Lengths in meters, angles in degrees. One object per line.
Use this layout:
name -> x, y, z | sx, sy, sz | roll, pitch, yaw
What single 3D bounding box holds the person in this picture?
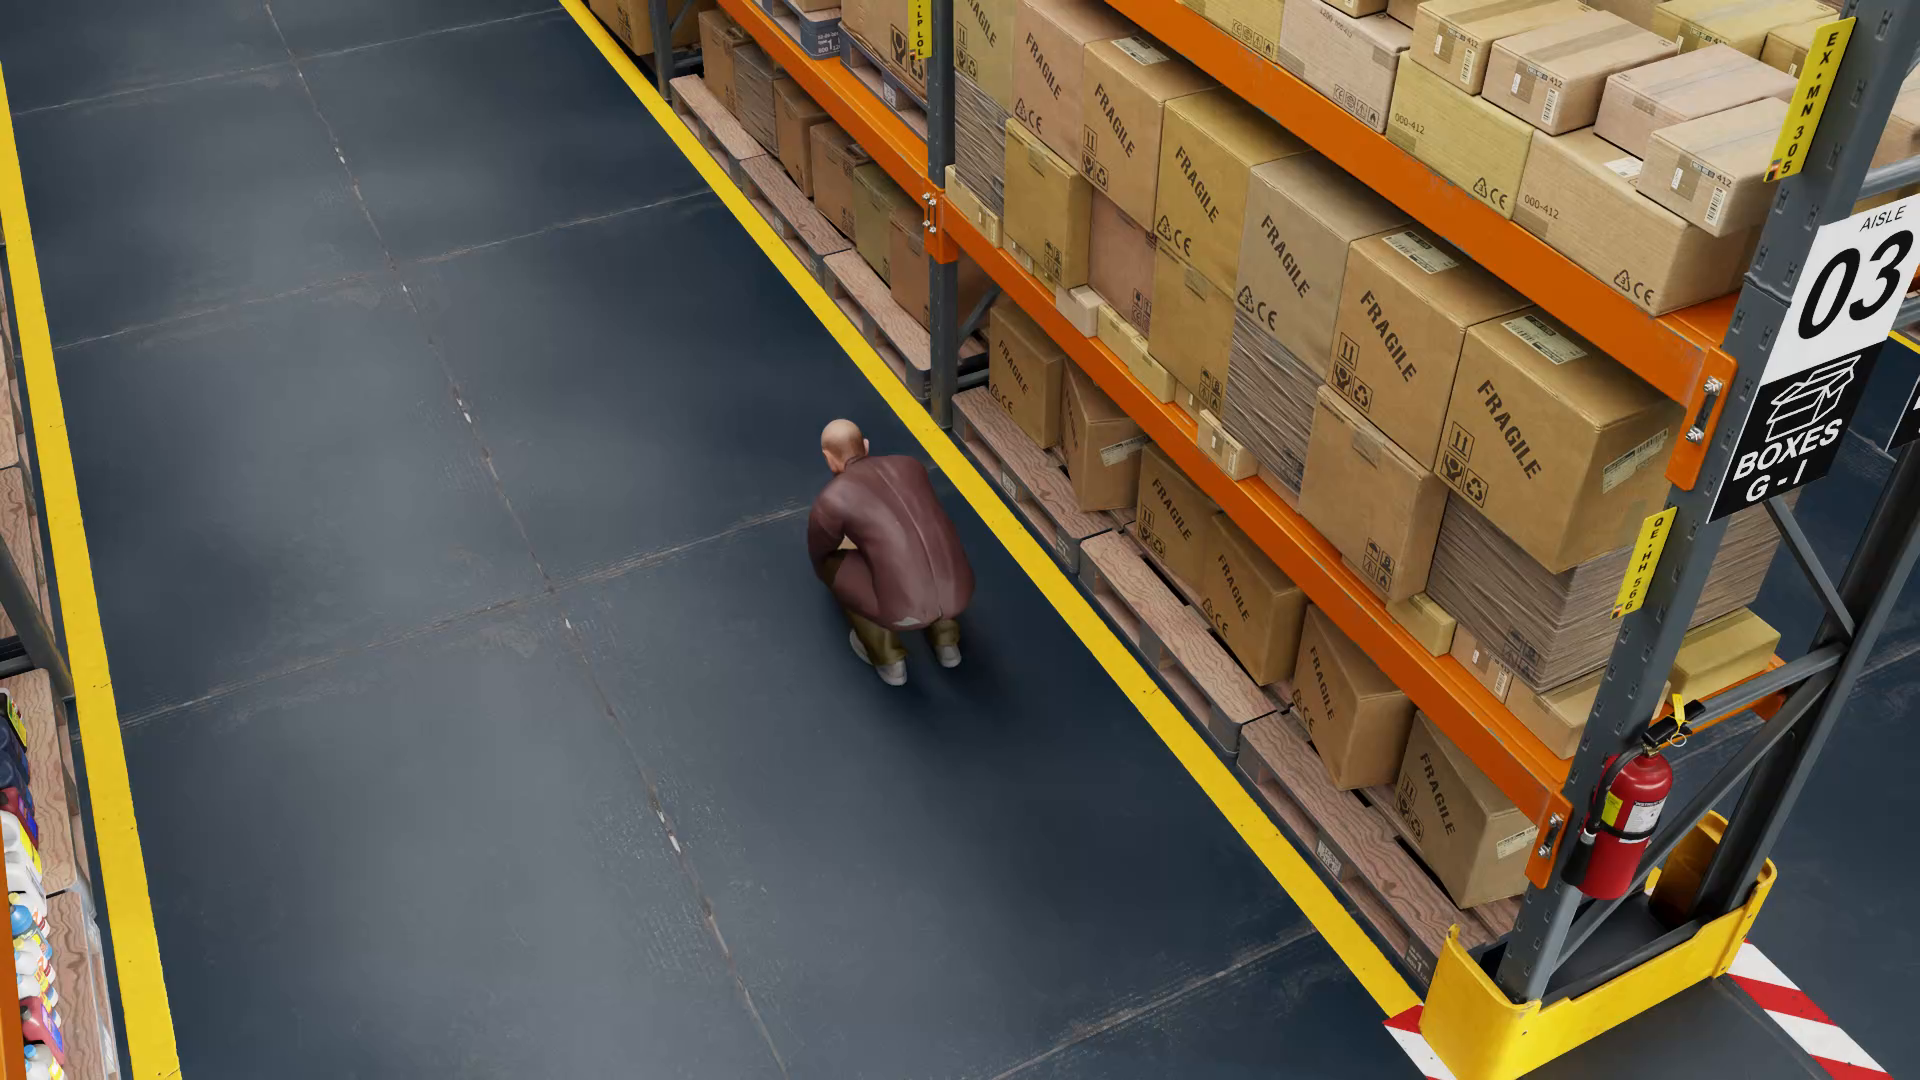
person -> -0.294, 0.049, 6.805 | 0.604, 0.876, 0.915 | -18, 44, -20
